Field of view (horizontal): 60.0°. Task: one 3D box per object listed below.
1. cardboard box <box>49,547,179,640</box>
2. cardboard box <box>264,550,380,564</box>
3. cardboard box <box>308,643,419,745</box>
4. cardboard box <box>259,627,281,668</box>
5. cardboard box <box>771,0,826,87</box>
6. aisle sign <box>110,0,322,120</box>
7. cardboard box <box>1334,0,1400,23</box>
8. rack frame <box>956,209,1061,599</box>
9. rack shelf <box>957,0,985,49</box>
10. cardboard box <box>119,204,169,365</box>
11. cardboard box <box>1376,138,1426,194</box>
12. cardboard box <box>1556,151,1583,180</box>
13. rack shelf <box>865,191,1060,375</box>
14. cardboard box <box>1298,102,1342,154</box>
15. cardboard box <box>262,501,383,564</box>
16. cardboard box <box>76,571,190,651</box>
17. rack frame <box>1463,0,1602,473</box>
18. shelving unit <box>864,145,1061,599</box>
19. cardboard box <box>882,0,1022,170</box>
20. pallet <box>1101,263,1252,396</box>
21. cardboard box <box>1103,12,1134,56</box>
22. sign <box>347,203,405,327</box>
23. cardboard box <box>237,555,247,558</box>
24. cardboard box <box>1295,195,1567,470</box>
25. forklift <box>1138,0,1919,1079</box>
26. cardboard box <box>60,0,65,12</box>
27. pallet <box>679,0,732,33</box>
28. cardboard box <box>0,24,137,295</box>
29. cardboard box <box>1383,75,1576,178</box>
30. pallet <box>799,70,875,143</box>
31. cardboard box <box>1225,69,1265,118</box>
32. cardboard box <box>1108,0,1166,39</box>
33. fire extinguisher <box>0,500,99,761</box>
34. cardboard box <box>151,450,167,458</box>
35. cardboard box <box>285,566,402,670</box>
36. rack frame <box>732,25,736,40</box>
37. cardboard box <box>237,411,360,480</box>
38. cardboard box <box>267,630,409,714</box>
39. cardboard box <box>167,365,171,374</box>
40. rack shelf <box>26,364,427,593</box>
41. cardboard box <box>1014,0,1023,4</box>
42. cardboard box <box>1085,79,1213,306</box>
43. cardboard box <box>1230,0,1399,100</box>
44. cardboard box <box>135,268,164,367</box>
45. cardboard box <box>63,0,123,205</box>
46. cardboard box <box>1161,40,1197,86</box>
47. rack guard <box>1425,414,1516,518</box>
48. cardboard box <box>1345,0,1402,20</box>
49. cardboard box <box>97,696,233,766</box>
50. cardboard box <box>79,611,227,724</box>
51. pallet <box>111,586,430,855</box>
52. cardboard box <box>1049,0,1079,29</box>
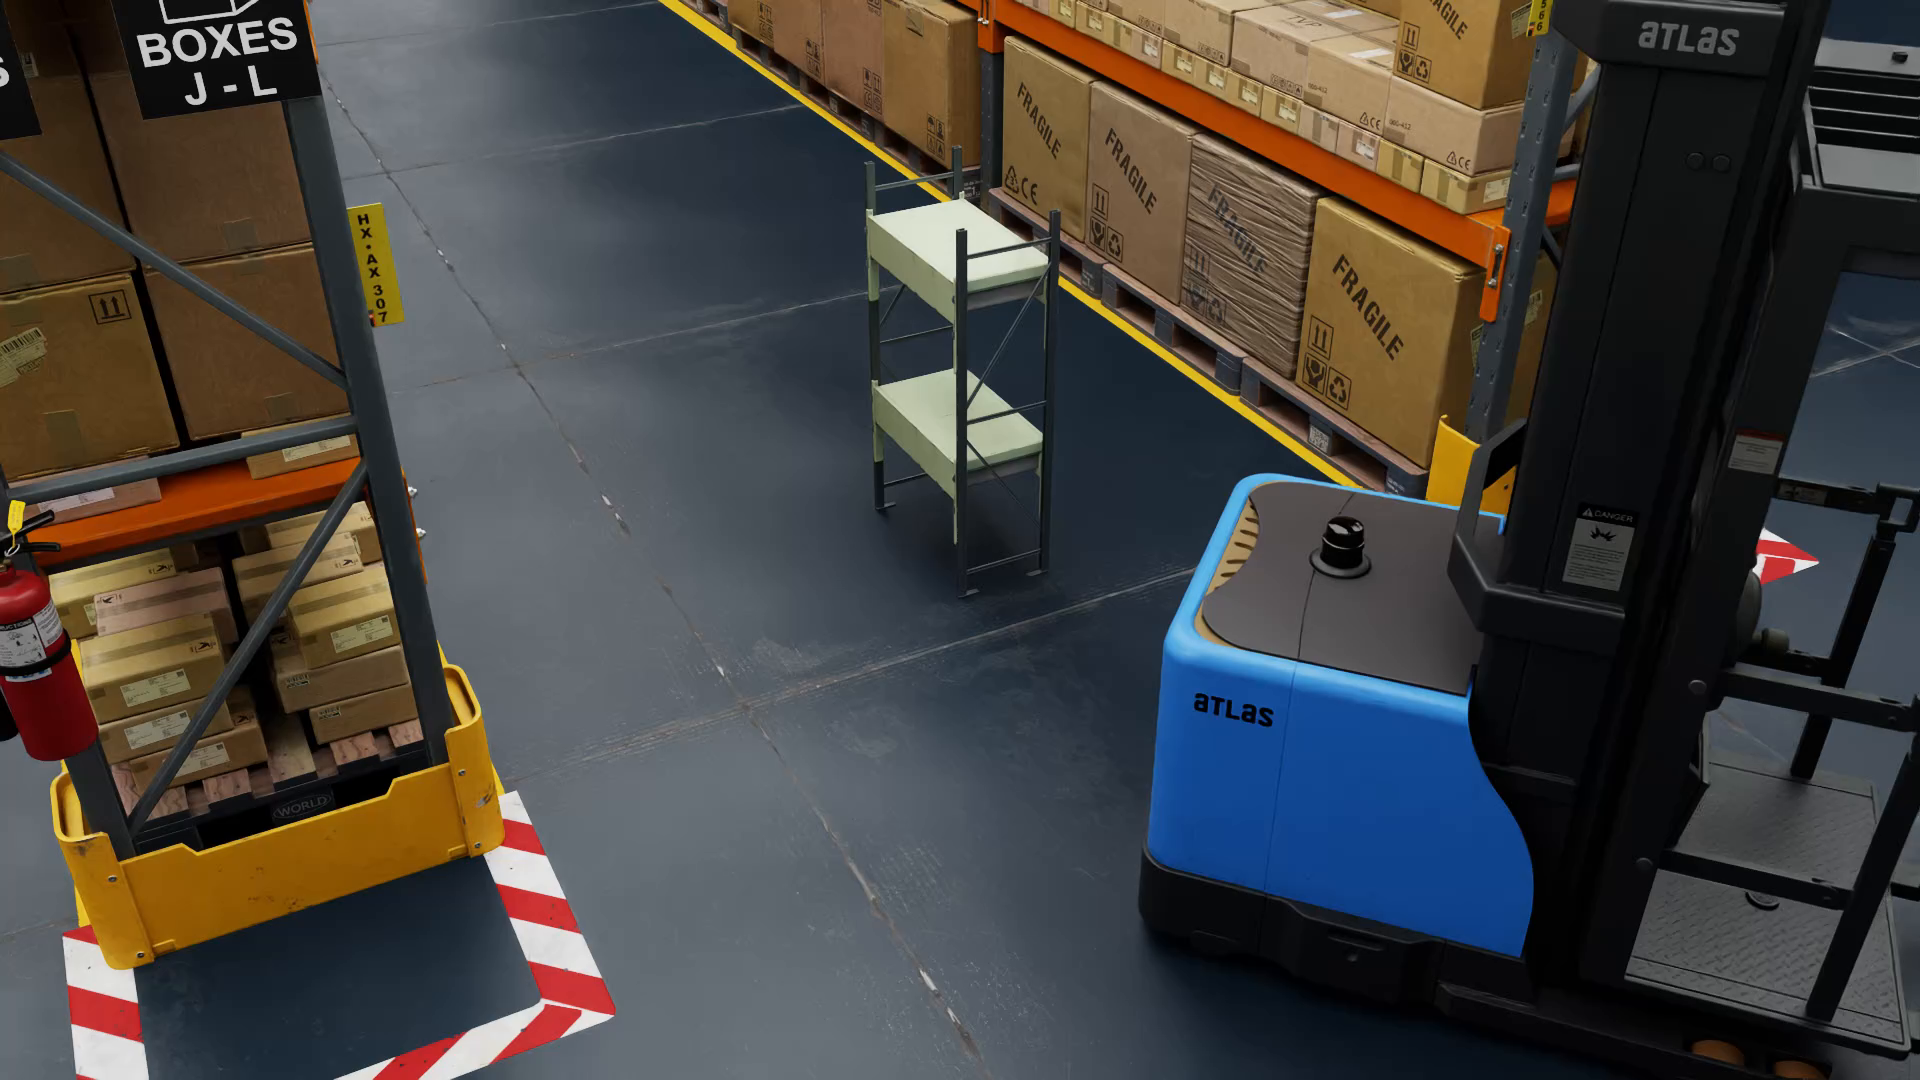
[{"bbox_3d":[-2.752,0.159,5.423,0.380,0.149,0.250,-17,36,-24],"label":"cardboard box"},{"bbox_3d":[-2.293,-0.005,5.955,0.380,0.149,0.250,-15,35,-22],"label":"cardboard box"},{"bbox_3d":[-1.943,0.494,5.452,0.380,0.149,0.250,-15,36,-22],"label":"cardboard box"},{"bbox_3d":[-2.259,0.273,5.797,0.380,0.149,0.250,-15,36,-23],"label":"cardboard box"},{"bbox_3d":[-0.565,-3.737,11.382,1.225,0.875,0.875,-16,36,-23],"label":"cardboard box"},{"bbox_3d":[-1.682,-1.335,3.643,0.394,0.787,0.004,-16,36,-23],"label":"aisle sign"},{"bbox_3d":[1.989,-2.245,7.337,0.500,0.250,0.500,-17,36,-25],"label":"cardboard box"},{"bbox_3d":[0.168,-0.460,6.078,0.400,1.500,0.023,-16,36,-23],"label":"rack frame"},{"bbox_3d":[-0.344,-3.959,10.816,1.077,0.370,4.000,-16,36,-23],"label":"rack shelf"},{"bbox_3d":[-2.219,-0.899,5.005,0.500,0.500,0.500,-16,36,-23],"label":"cardboard box"},{"bbox_3d":[1.873,-1.504,6.549,0.380,0.149,0.250,-15,36,-23],"label":"cardboard box"},{"bbox_3d":[2.580,-1.545,6.614,0.380,0.149,0.250,-15,36,-23],"label":"cardboard box"},{"bbox_3d":[-0.003,-0.963,6.140,0.431,0.370,0.720,-16,36,-23],"label":"rack shelf"},{"bbox_3d":[1.641,-1.744,6.924,0.380,0.149,0.250,-15,36,-22],"label":"cardboard box"},{"bbox_3d":[-2.165,-0.016,5.696,0.380,0.149,0.250,-16,36,-23],"label":"cardboard box"},{"bbox_3d":[-2.724,0.271,5.524,0.380,0.149,0.250,-17,37,-25],"label":"cardboard box"},{"bbox_3d":[2.453,-1.399,6.153,1.000,3.000,0.127,-16,36,-23],"label":"rack frame"},{"bbox_3d":[-0.003,-0.635,6.350,0.431,1.500,0.755,-16,36,-23],"label":"shelving unit"},{"bbox_3d":[0.272,-2.890,10.061,1.225,0.875,0.875,-16,36,-23],"label":"cardboard box"},{"bbox_3d":[1.446,-1.168,8.377,1.003,0.211,1.213,-16,36,-23],"label":"pallet"},{"bbox_3d":[0.921,-2.479,8.072,0.380,0.149,0.250,-16,36,-24],"label":"cardboard box"},{"bbox_3d":[-1.502,-0.700,4.260,0.100,0.325,0.005,-16,36,-23],"label":"sign"},{"bbox_3d":[-2.485,0.025,6.183,0.380,0.149,0.250,-16,36,-23],"label":"cardboard box"},{"bbox_3d":[2.084,-0.966,7.058,0.875,0.875,0.875,-16,36,-23],"label":"cardboard box"},{"bbox_3d":[2.098,-0.029,4.078,3.031,2.935,1.130,11,34,17],"label":"forklift"},{"bbox_3d":[-2.902,-1.431,4.908,0.500,0.500,0.500,-14,35,-21],"label":"cardboard box"},{"bbox_3d":[-1.640,-4.416,13.447,1.003,0.211,1.213,-16,36,-23],"label":"pallet"},{"bbox_3d":[-2.415,-0.944,4.147,0.500,0.500,0.500,-17,36,-24],"label":"cardboard box"},{"bbox_3d":[1.992,-1.625,6.370,0.500,0.250,0.500,-16,36,-24],"label":"cardboard box"},{"bbox_3d":[-0.411,-3.066,11.339,1.003,0.211,1.213,-16,36,-23],"label":"pallet"},{"bbox_3d":[1.397,-1.991,7.309,0.380,0.149,0.250,-16,36,-23],"label":"cardboard box"},{"bbox_3d":[1.049,-2.595,7.883,0.500,0.250,0.500,-15,36,-22],"label":"cardboard box"},{"bbox_3d":[-2.273,0.226,4.033,0.296,0.674,0.183,-16,36,-23],"label":"fire extinguisher"},{"bbox_3d":[-2.467,-0.306,4.680,0.380,0.149,0.250,-16,36,-23],"label":"cardboard box"},{"bbox_3d":[-1.926,0.238,5.300,0.380,0.149,0.250,-18,37,-25],"label":"cardboard box"},{"bbox_3d":[-1.277,-5.217,12.112,1.000,3.000,0.127,-16,36,-23],"label":"rack frame"},{"bbox_3d":[-1.843,-0.331,4.718,0.380,0.149,0.250,-16,36,-23],"label":"cardboard box"},{"bbox_3d":[-1.999,0.384,5.347,0.380,0.149,0.250,-14,35,-21],"label":"cardboard box"},{"bbox_3d":[-2.318,-0.673,5.252,0.380,0.149,0.250,-14,35,-21],"label":"cardboard box"},{"bbox_3d":[-2.914,-0.851,5.964,1.077,0.370,4.000,-16,36,-23],"label":"rack shelf"},{"bbox_3d":[0.432,-2.977,8.849,0.380,0.149,0.250,-16,36,-23],"label":"cardboard box"},{"bbox_3d":[1.245,-1.825,8.399,0.875,0.875,0.875,-16,36,-23],"label":"cardboard box"},{"bbox_3d":[1.519,-2.110,7.127,0.500,0.250,0.500,-17,36,-25],"label":"cardboard box"},{"bbox_3d":[-2.655,-0.764,4.793,0.500,0.500,0.500,-16,36,-24],"label":"cardboard box"},{"bbox_3d":[-2.197,-1.308,4.716,0.500,0.500,0.500,-15,36,-22],"label":"cardboard box"},{"bbox_3d":[1.160,-2.233,7.688,0.380,0.149,0.250,-17,36,-24],"label":"cardboard box"},{"bbox_3d":[2.464,-0.335,6.809,1.175,0.500,0.348,-16,36,-23],"label":"rack guard"},{"bbox_3d":[1.988,-2.558,7.130,0.500,0.500,0.500,-17,36,-24],"label":"cardboard box"},{"bbox_3d":[-2.480,0.519,5.137,0.380,0.149,0.250,-17,36,-24],"label":"cardboard box"},{"bbox_3d":[-2.453,0.385,5.071,0.380,0.149,0.250,-15,36,-23],"label":"cardboard box"},{"bbox_3d":[-2.365,0.542,5.708,1.003,0.211,1.213,-16,36,-23],"label":"pallet"},{"bbox_3d":[0.678,-2.726,8.457,0.380,0.149,0.250,-15,35,-22],"label":"cardboard box"}]
